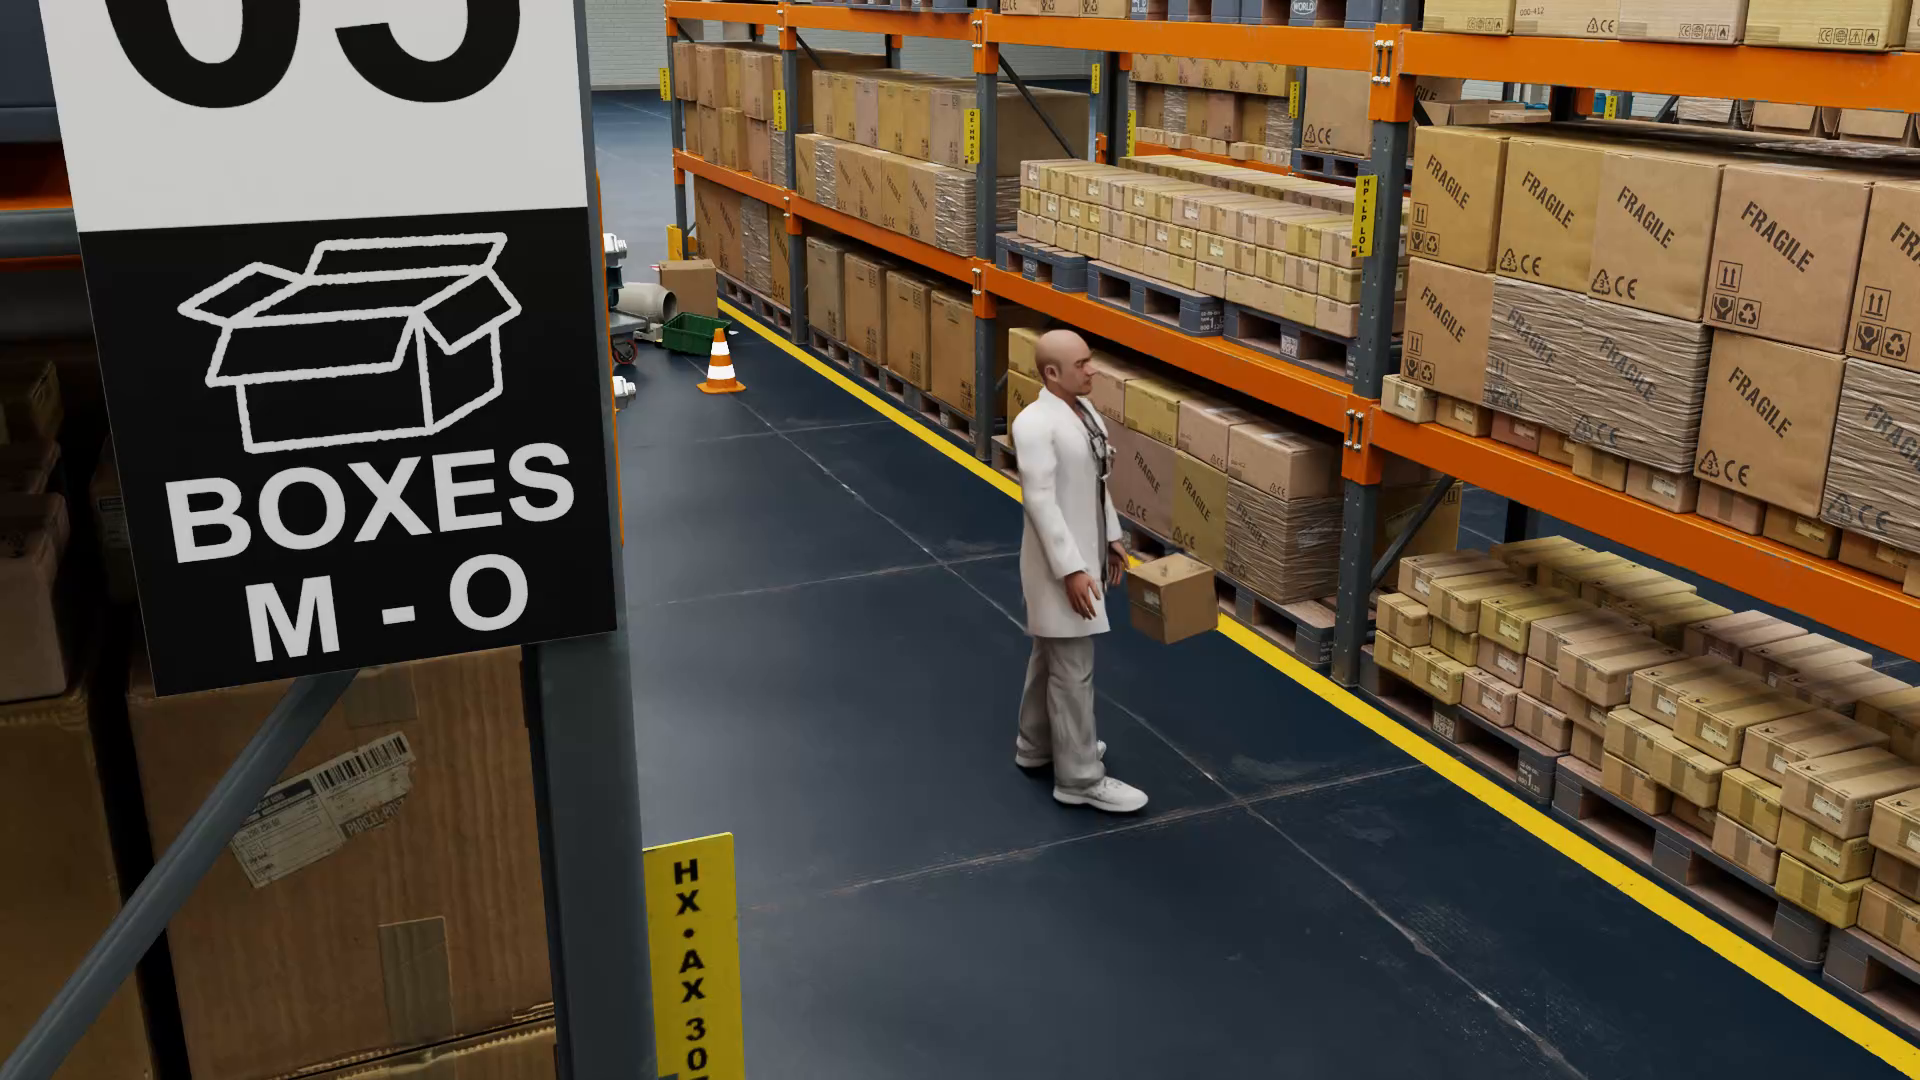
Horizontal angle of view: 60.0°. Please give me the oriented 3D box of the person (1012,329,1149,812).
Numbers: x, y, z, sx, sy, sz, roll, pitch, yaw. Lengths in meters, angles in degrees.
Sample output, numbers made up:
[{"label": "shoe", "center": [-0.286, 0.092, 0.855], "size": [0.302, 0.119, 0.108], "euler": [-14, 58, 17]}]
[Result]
[{"label": "person", "center": [0.484, 0.101, 6.236], "size": [0.613, 1.778, 0.640], "euler": [7, 20, 20]}]
